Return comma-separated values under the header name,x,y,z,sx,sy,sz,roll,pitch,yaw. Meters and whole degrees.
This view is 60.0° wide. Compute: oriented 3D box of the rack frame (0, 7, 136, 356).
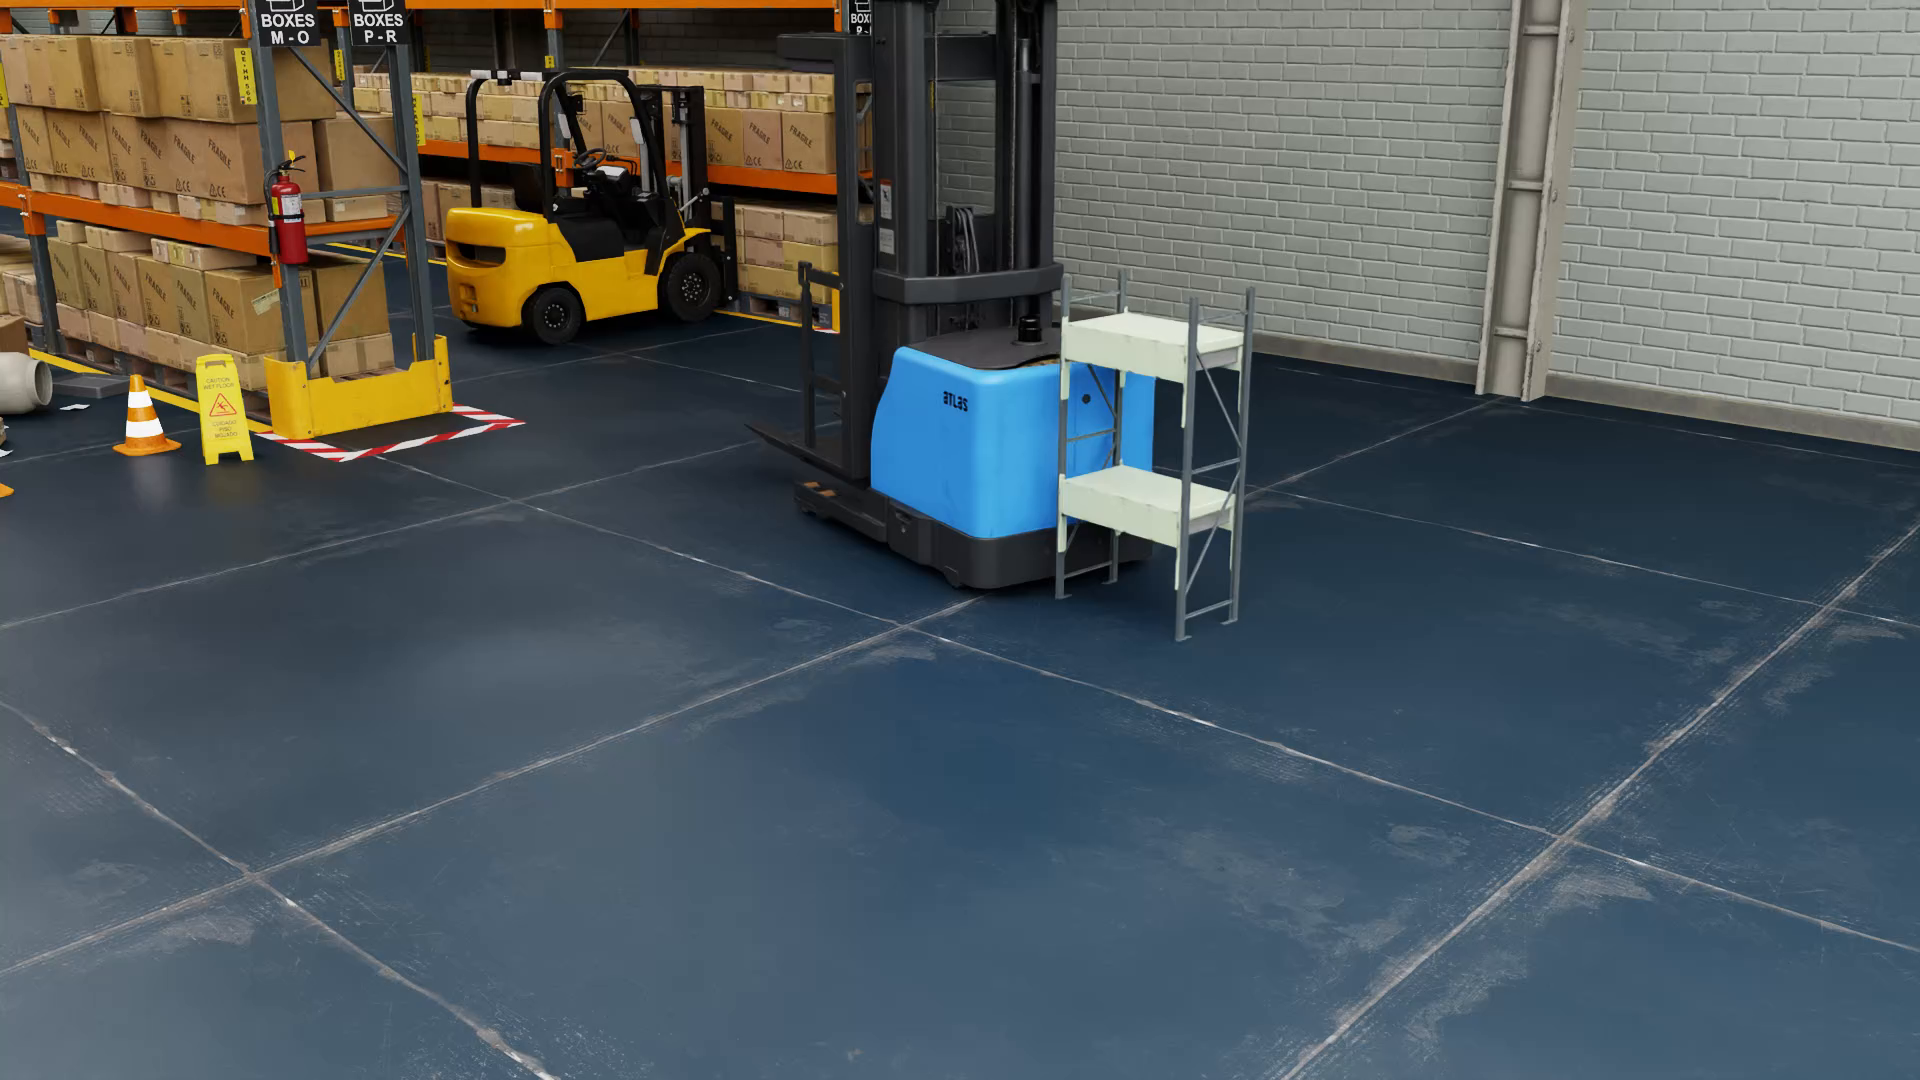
name,x,y,z,sx,sy,sz,roll,pitch,yaw
rack frame,-6.910,-3.015,13.153,0.127,3.000,1.000,15,23,39

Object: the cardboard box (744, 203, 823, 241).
name,x,y,z,sx,sy,sz,roll,pitch,yaw
cardboard box,-1.563,-2.825,14.752,0.500,0.250,0.500,16,23,40

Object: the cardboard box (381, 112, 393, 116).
name,x,y,z,sx,sy,sz,roll,pitch,yaw
cardboard box,-6.067,-4.624,18.471,0.500,0.250,0.500,14,23,38

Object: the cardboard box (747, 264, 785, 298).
name,x,y,z,sx,sy,sz,roll,pitch,yaw
cardboard box,-1.553,-2.350,14.909,0.500,0.250,0.500,15,23,39

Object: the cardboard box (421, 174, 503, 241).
name,x,y,z,sx,sy,sz,roll,pitch,yaw
cardboard box,-5.658,-3.752,18.708,0.625,0.625,0.875,16,24,41

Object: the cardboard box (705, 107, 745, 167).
name,x,y,z,sx,sy,sz,roll,pitch,yaw
cardboard box,-1.934,-3.632,14.931,0.500,0.500,0.500,14,23,38

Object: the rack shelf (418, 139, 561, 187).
name,x,y,z,sx,sy,sz,roll,pitch,yaw
rack shelf,-5.114,-4.197,18.068,4.000,0.370,1.077,15,23,39

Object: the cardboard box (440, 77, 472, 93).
name,x,y,z,sx,sy,sz,roll,pitch,yaw
cardboard box,-5.246,-4.799,17.538,0.250,0.149,0.380,14,23,38

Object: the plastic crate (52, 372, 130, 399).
name,x,y,z,sx,sy,sz,roll,pitch,yaw
plastic crate,-6.280,-1.123,12.017,0.583,0.080,0.402,7,19,21

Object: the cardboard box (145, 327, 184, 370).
name,x,y,z,sx,sy,sz,roll,pitch,yaw
cardboard box,-5.478,-1.412,11.955,0.500,0.250,0.500,14,22,37

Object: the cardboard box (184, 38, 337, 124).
name,x,y,z,sx,sy,sz,roll,pitch,yaw
cardboard box,-4.445,-2.931,10.578,0.500,0.500,0.700,14,23,38

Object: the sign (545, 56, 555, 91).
name,x,y,z,sx,sy,sz,roll,pitch,yaw
sign,-3.971,-4.528,16.138,0.005,0.325,0.100,15,23,39

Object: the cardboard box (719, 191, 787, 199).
name,x,y,z,sx,sy,sz,roll,pitch,yaw
cardboard box,-1.981,-3.148,15.770,0.500,0.250,0.500,14,23,38

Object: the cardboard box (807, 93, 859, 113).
name,x,y,z,sx,sy,sz,roll,pitch,yaw
cardboard box,-1.071,-3.699,14.070,0.250,0.149,0.380,15,23,40

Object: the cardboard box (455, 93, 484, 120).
name,x,y,z,sx,sy,sz,roll,pitch,yaw
cardboard box,-4.923,-4.552,17.417,0.500,0.250,0.500,16,23,40

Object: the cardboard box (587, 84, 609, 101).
name,x,y,z,sx,sy,sz,roll,pitch,yaw
cardboard box,-3.359,-4.320,16.029,0.250,0.149,0.380,16,23,41

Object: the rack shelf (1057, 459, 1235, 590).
name,x,y,z,sx,sy,sz,roll,pitch,yaw
rack shelf,0.844,-0.083,7.471,0.431,0.370,0.720,-15,23,-40

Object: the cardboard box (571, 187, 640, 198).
name,x,y,z,sx,sy,sz,roll,pitch,yaw
cardboard box,-3.464,-3.337,16.365,0.500,0.250,0.500,15,23,38

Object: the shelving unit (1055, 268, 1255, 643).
name,x,y,z,sx,sy,sz,roll,pitch,yaw
shelving unit,0.844,-0.394,7.372,0.431,1.500,0.755,-15,23,-40

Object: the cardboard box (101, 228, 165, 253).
name,x,y,z,sx,sy,sz,roll,pitch,yaw
cardboard box,-6.005,-2.197,12.114,0.250,0.149,0.380,17,24,42

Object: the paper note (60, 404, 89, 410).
name,x,y,z,sx,sy,sz,roll,pitch,yaw
paper note,-6.100,-0.924,11.471,0.148,0.019,0.142,7,19,21

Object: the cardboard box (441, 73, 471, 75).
name,x,y,z,sx,sy,sz,roll,pitch,yaw
cardboard box,-5.579,-5.153,18.651,0.250,0.149,0.380,14,23,38

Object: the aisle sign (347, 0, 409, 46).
name,x,y,z,sx,sy,sz,roll,pitch,yaw
aisle sign,-3.666,-3.509,10.411,0.004,0.787,0.394,15,23,39

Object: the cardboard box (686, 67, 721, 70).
name,x,y,z,sx,sy,sz,roll,pitch,yaw
cardboard box,-2.402,-4.439,15.911,0.250,0.149,0.380,15,23,38

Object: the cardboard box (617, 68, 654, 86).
name,x,y,z,sx,sy,sz,roll,pitch,yaw
cardboard box,-3.000,-4.350,15.630,0.250,0.149,0.380,16,23,40

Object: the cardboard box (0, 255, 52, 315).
name,x,y,z,sx,sy,sz,roll,pitch,yaw
cardboard box,-7.844,-2.211,14.269,0.950,0.372,0.625,-17,24,-42

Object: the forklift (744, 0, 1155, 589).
name,x,y,z,sx,sy,sz,roll,pitch,yaw
forklift,-0.248,-1.565,8.696,1.130,2.935,3.031,-10,20,-30

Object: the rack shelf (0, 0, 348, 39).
name,x,y,z,sx,sy,sz,roll,pitch,yaw
rack shelf,-5.414,-3.700,11.543,4.000,0.370,1.077,15,23,39

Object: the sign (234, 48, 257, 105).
name,x,y,z,sx,sy,sz,roll,pitch,yaw
sign,-4.301,-2.793,10.016,0.005,0.325,0.100,15,23,39

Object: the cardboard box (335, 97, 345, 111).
name,x,y,z,sx,sy,sz,roll,pitch,yaw
cardboard box,-7.355,-5.067,19.341,0.250,0.149,0.380,16,23,40

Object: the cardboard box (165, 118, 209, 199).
name,x,y,z,sx,sy,sz,roll,pitch,yaw
cardboard box,-4.878,-2.549,11.029,0.500,0.500,0.500,15,23,39

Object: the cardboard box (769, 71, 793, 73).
name,x,y,z,sx,sy,sz,roll,pitch,yaw
cardboard box,-1.504,-4.160,15.032,0.250,0.149,0.380,16,24,41

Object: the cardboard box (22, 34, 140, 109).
name,x,y,z,sx,sy,sz,roll,pitch,yaw
cardboard box,-6.357,-3.436,12.170,0.500,0.500,0.700,15,23,40

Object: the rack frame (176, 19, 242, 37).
name,x,y,z,sx,sy,sz,roll,pitch,yaw
rack frame,-9.601,-5.745,21.755,0.127,3.000,1.000,15,23,39

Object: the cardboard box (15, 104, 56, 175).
name,x,y,z,sx,sy,sz,roll,pitch,yaw
cardboard box,-6.766,-3.053,12.616,0.500,0.500,0.500,15,23,39

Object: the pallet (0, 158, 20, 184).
name,x,y,z,sx,sy,sz,roll,pitch,yaw
pallet,-7.385,-3.110,13.769,1.213,0.211,1.003,15,23,39

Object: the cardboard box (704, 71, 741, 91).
name,x,y,z,sx,sy,sz,roll,pitch,yaw
cardboard box,-2.055,-4.092,14.817,0.250,0.149,0.380,16,23,40

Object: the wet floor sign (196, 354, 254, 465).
name,x,y,z,sx,sy,sz,roll,pitch,yaw
wet floor sign,-4.486,-0.809,10.095,0.267,0.644,0.232,-9,20,-27

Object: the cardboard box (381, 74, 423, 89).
name,x,y,z,sx,sy,sz,roll,pitch,yaw
cardboard box,-6.157,-5.069,18.387,0.250,0.149,0.380,16,24,41

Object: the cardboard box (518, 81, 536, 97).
name,x,y,z,sx,sy,sz,roll,pitch,yaw
cardboard box,-4.226,-4.562,16.789,0.250,0.149,0.380,15,23,38

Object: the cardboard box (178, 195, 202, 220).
name,x,y,z,sx,sy,sz,roll,pitch,yaw
cardboard box,-4.993,-2.246,11.144,0.250,0.149,0.380,16,23,40

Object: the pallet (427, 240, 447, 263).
name,x,y,z,sx,sy,sz,roll,pitch,yaw
pallet,-5.111,-3.194,18.326,1.213,0.211,1.003,15,23,39

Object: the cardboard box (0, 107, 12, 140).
name,x,y,z,sx,sy,sz,roll,pitch,yaw
cardboard box,-7.407,-3.445,13.158,0.500,0.500,0.500,15,23,38

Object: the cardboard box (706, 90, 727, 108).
name,x,y,z,sx,sy,sz,roll,pitch,yaw
cardboard box,-2.047,-3.951,14.864,0.250,0.149,0.380,15,23,40

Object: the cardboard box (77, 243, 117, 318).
name,x,y,z,sx,sy,sz,roll,pitch,yaw
cardboard box,-6.239,-1.978,12.496,0.500,0.500,0.500,16,24,41

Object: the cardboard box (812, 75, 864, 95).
name,x,y,z,sx,sy,sz,roll,pitch,yaw
cardboard box,-1.034,-3.858,14.081,0.250,0.149,0.380,15,23,39

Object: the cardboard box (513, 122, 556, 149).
name,x,y,z,sx,sy,sz,roll,pitch,yaw
cardboard box,-4.168,-4.109,16.849,0.500,0.250,0.500,16,23,40

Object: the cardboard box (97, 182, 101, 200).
name,x,y,z,sx,sy,sz,roll,pitch,yaw
cardboard box,-6.063,-2.570,12.166,0.250,0.149,0.380,15,23,39
